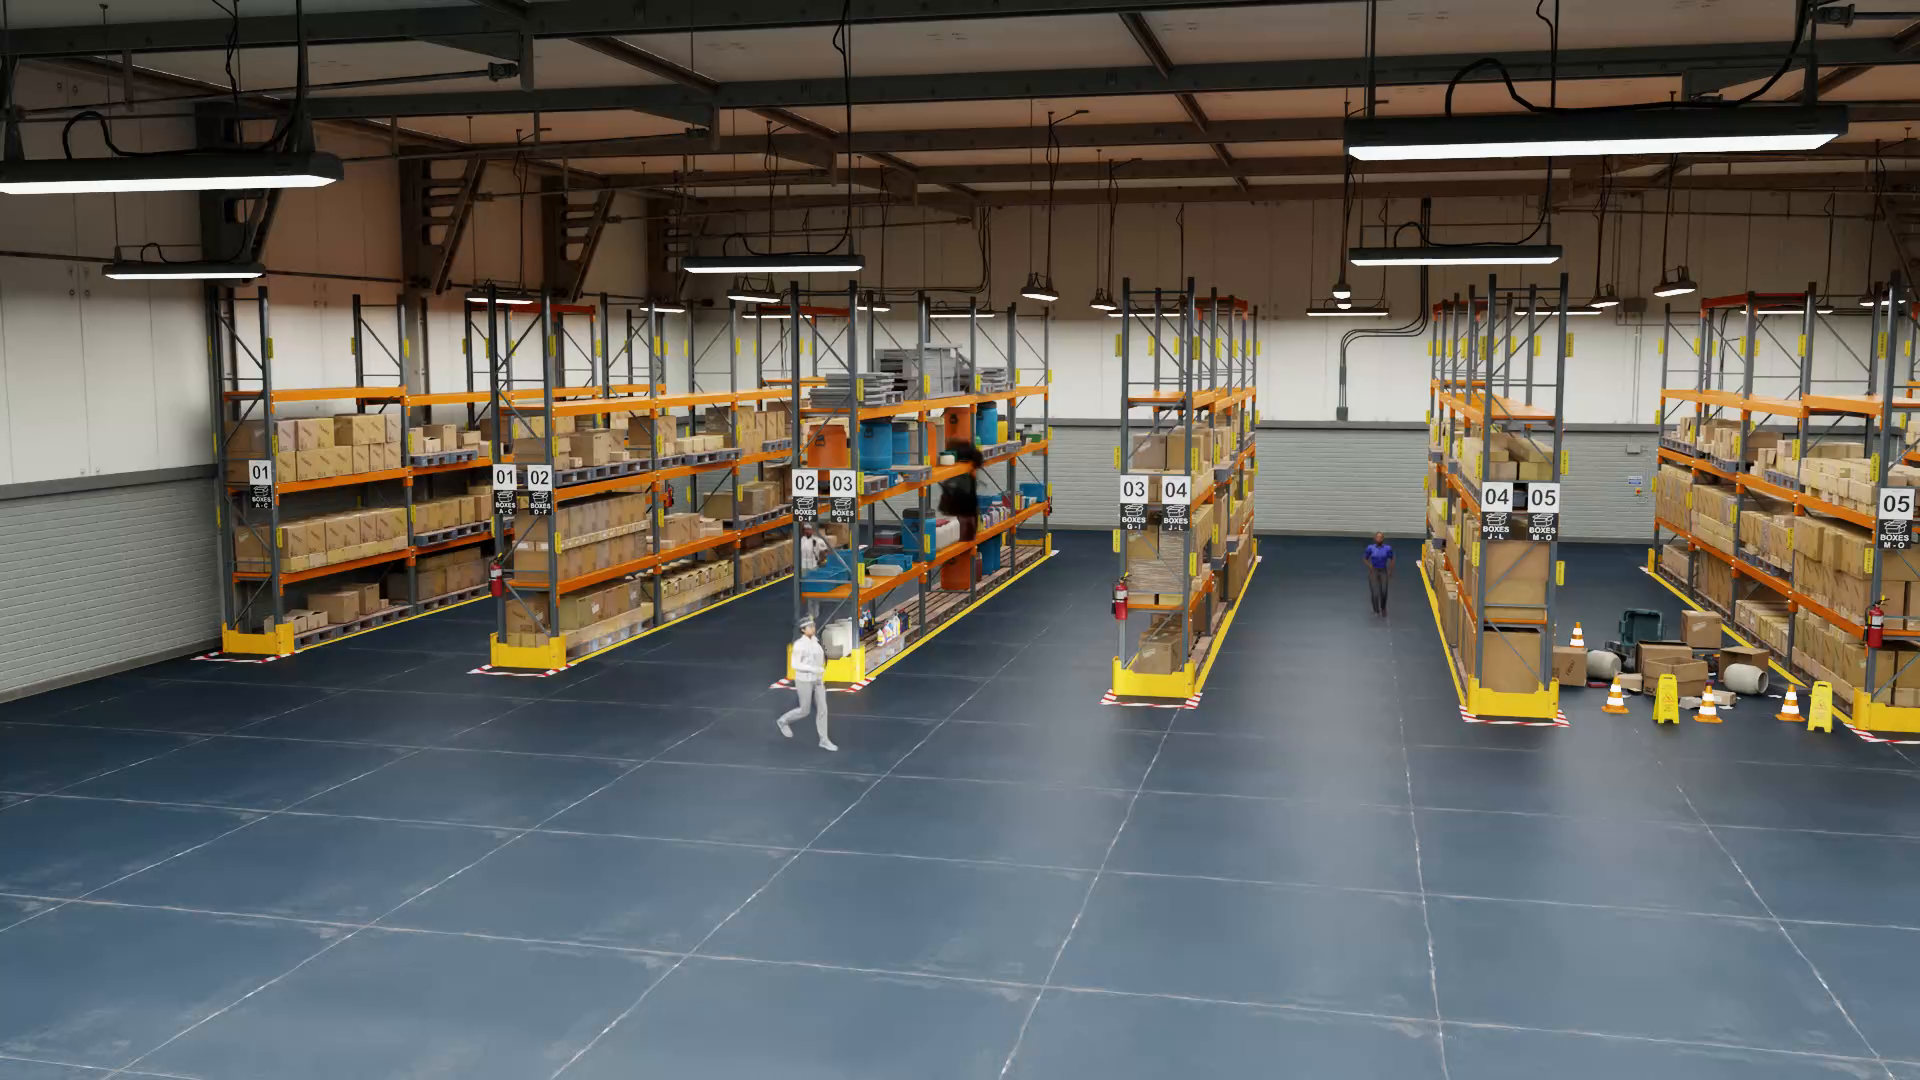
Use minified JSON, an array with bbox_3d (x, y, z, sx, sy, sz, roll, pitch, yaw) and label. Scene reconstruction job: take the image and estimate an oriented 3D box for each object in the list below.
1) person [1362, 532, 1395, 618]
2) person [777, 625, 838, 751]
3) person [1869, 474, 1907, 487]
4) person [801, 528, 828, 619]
[{"bbox_3d":[7.754,0.663,30.827,0.585,1.608,0.585,2,7,13],"label":"person"},{"bbox_3d":[-1.903,1.793,20.845,0.901,1.649,0.616,4,8,32],"label":"person"},{"bbox_3d":[14.904,-0.081,29.200,3.963,3.211,15.115,1,7,7],"label":"person"},{"bbox_3d":[-2.656,0.559,29.290,0.561,1.696,0.597,2,7,14],"label":"person"}]
